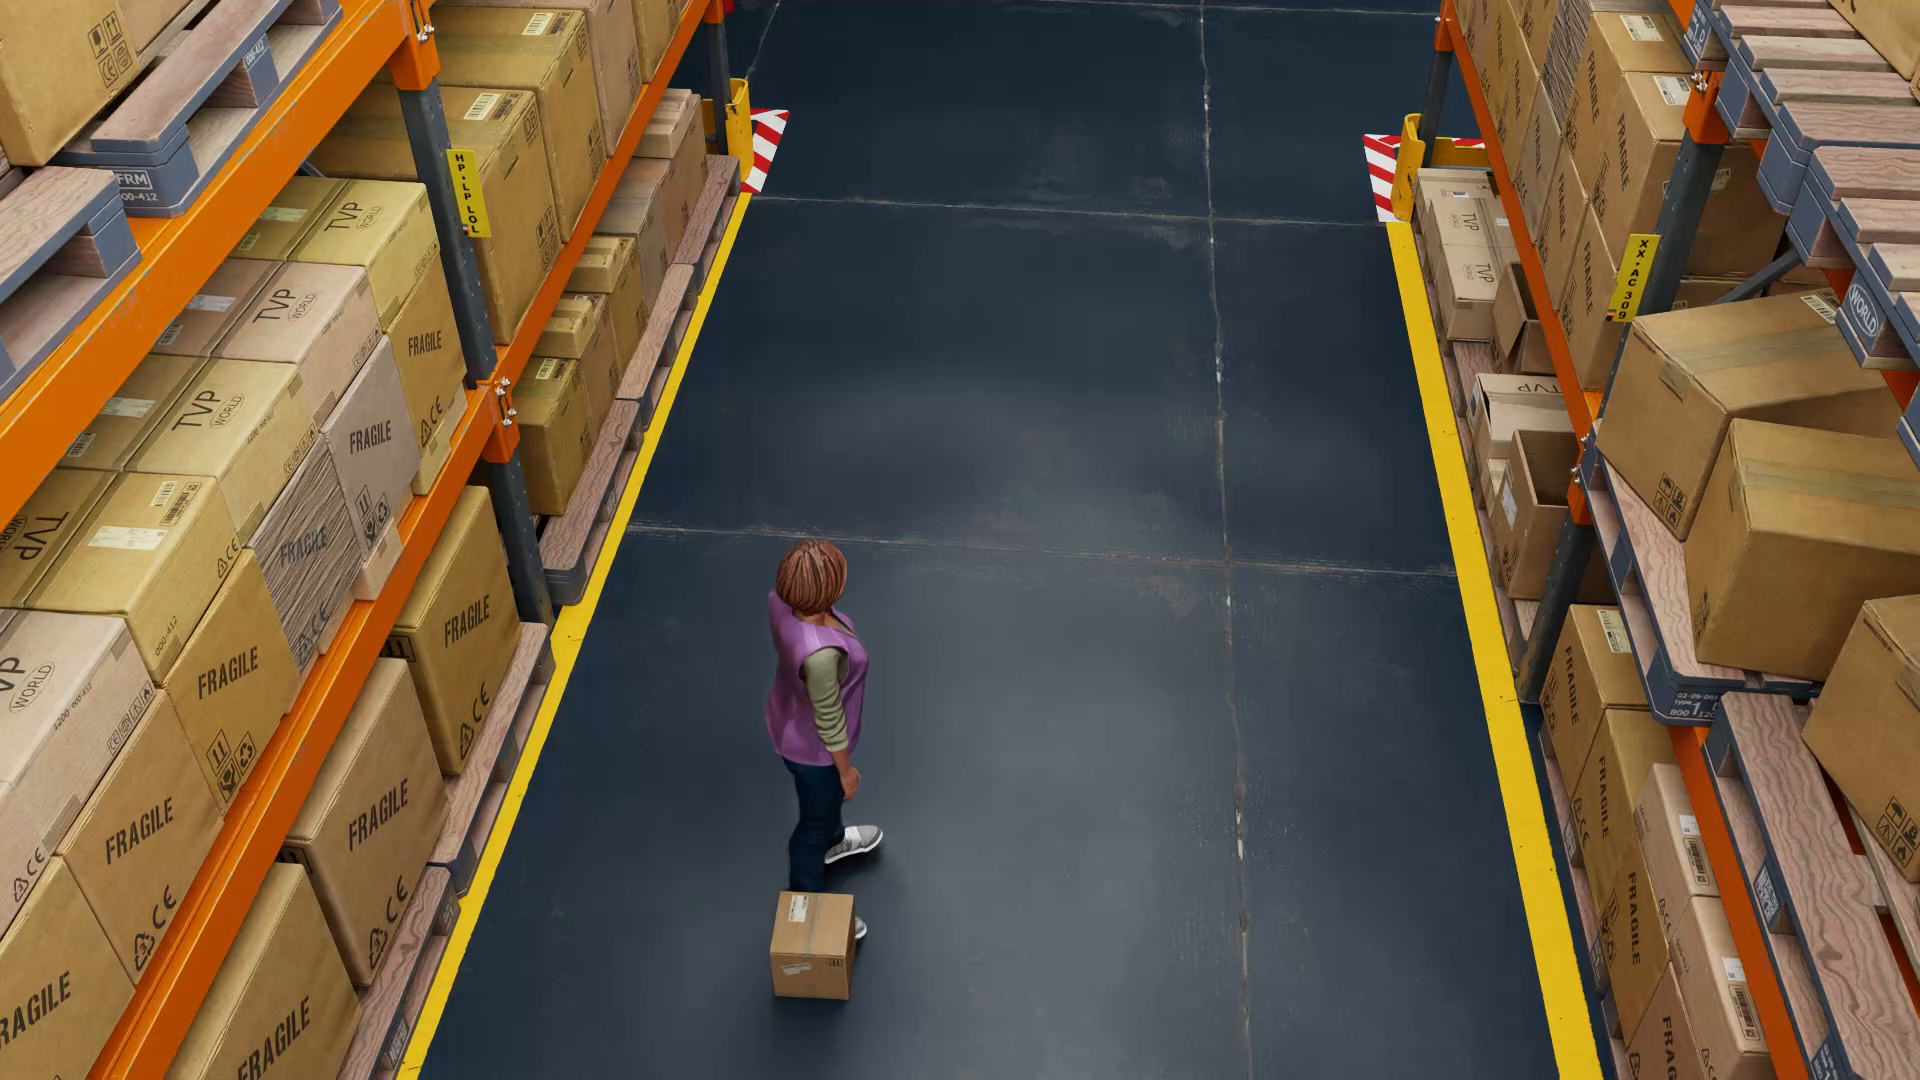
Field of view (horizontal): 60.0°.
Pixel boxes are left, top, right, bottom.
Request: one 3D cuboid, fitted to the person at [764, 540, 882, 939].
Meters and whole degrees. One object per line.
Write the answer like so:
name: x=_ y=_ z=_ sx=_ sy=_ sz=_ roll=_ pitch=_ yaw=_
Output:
person: x=-0.429 y=0.625 z=5.396 sx=0.408 sy=1.602 sz=0.499 roll=-12 pitch=42 yaw=-14
